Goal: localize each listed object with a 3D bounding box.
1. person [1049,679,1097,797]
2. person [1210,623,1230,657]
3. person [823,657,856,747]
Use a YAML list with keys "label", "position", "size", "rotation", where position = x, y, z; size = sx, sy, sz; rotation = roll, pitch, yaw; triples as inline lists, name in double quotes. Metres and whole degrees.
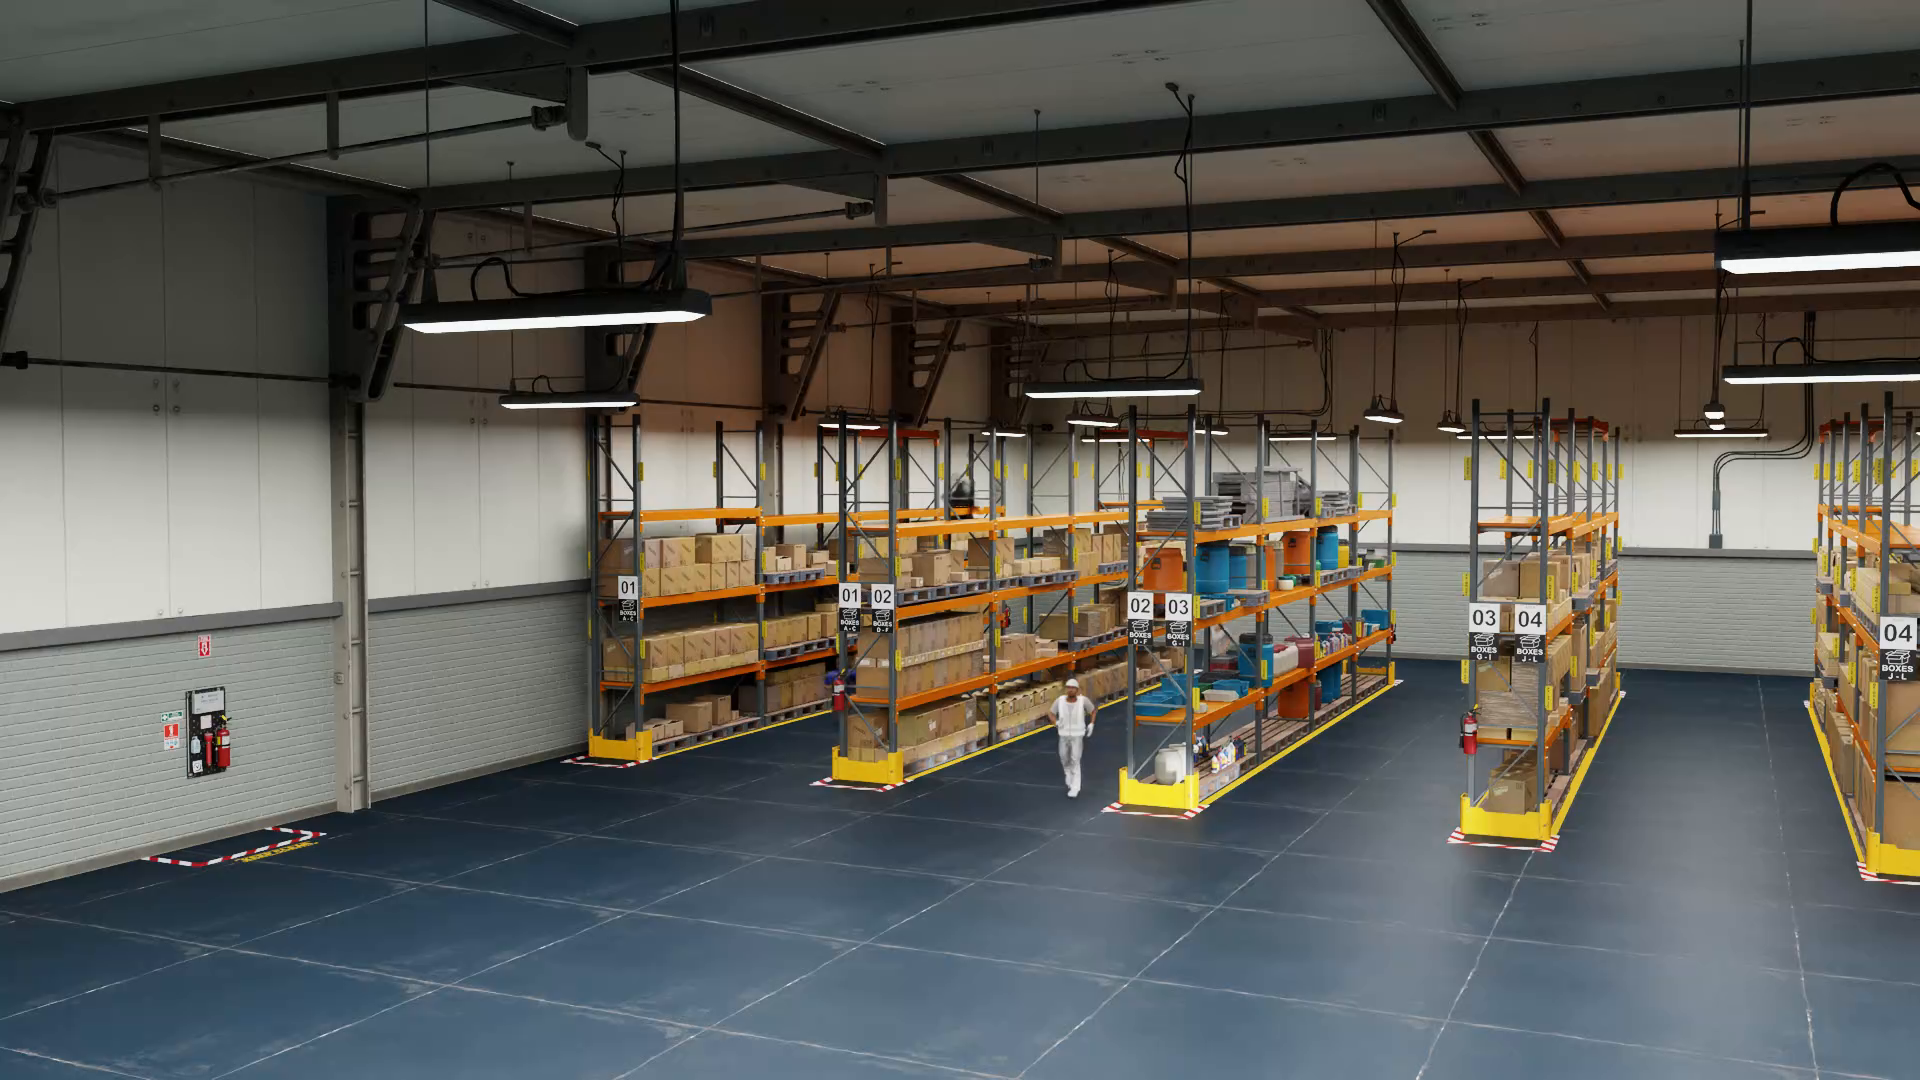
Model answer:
- label: "person"
  position: [1.718, 3.027, 25.765]
  size: [0.713, 1.764, 0.987]
  rotation: [1, 2, 13]
- label: "person"
  position: [5.951, 2.605, 38.266]
  size: [0.561, 1.630, 0.999]
  rotation: [1, 3, 24]
- label: "person"
  position: [-2.151, 2.922, 29.907]
  size: [0.604, 1.663, 0.900]
  rotation: [0, 2, 11]
